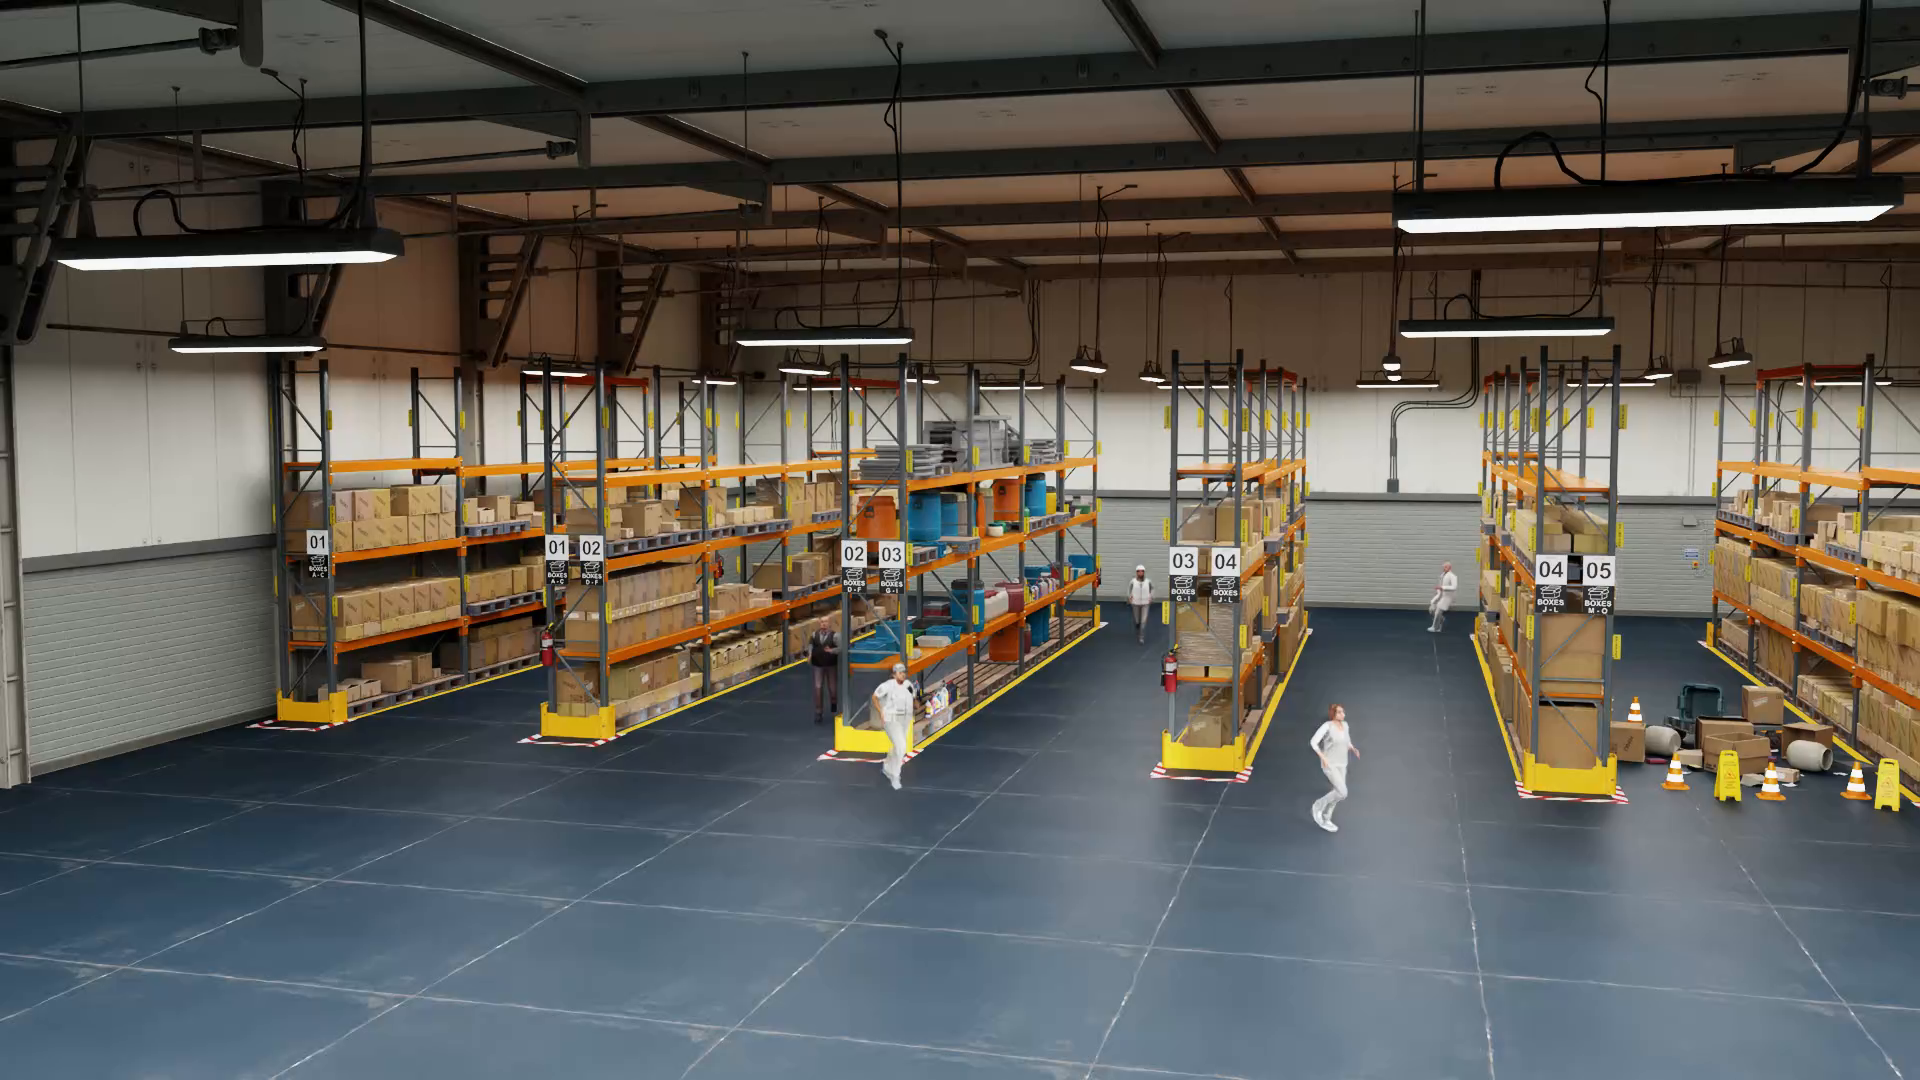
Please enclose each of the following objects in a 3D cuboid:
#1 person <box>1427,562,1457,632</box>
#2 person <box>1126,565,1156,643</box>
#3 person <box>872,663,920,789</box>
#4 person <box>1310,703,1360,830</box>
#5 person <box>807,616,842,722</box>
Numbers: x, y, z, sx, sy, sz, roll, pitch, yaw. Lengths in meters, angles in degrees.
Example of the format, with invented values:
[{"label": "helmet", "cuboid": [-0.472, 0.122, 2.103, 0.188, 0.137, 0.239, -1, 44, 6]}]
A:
[{"label": "person", "cuboid": [11.310, 1.343, 39.074, 0.556, 1.678, 0.932, -1, 4, -19]}, {"label": "person", "cuboid": [4.092, 1.437, 37.633, 0.672, 1.747, 0.741, 0, 4, 4]}, {"label": "person", "cuboid": [-0.853, 2.539, 22.882, 0.595, 1.719, 0.746, -4, 5, -41]}, {"label": "person", "cuboid": [4.598, 2.811, 20.252, 0.521, 1.479, 0.540, -3, 5, -35]}, {"label": "person", "cuboid": [-2.256, 2.123, 27.789, 0.656, 1.705, 0.969, 0, 4, 4]}]
